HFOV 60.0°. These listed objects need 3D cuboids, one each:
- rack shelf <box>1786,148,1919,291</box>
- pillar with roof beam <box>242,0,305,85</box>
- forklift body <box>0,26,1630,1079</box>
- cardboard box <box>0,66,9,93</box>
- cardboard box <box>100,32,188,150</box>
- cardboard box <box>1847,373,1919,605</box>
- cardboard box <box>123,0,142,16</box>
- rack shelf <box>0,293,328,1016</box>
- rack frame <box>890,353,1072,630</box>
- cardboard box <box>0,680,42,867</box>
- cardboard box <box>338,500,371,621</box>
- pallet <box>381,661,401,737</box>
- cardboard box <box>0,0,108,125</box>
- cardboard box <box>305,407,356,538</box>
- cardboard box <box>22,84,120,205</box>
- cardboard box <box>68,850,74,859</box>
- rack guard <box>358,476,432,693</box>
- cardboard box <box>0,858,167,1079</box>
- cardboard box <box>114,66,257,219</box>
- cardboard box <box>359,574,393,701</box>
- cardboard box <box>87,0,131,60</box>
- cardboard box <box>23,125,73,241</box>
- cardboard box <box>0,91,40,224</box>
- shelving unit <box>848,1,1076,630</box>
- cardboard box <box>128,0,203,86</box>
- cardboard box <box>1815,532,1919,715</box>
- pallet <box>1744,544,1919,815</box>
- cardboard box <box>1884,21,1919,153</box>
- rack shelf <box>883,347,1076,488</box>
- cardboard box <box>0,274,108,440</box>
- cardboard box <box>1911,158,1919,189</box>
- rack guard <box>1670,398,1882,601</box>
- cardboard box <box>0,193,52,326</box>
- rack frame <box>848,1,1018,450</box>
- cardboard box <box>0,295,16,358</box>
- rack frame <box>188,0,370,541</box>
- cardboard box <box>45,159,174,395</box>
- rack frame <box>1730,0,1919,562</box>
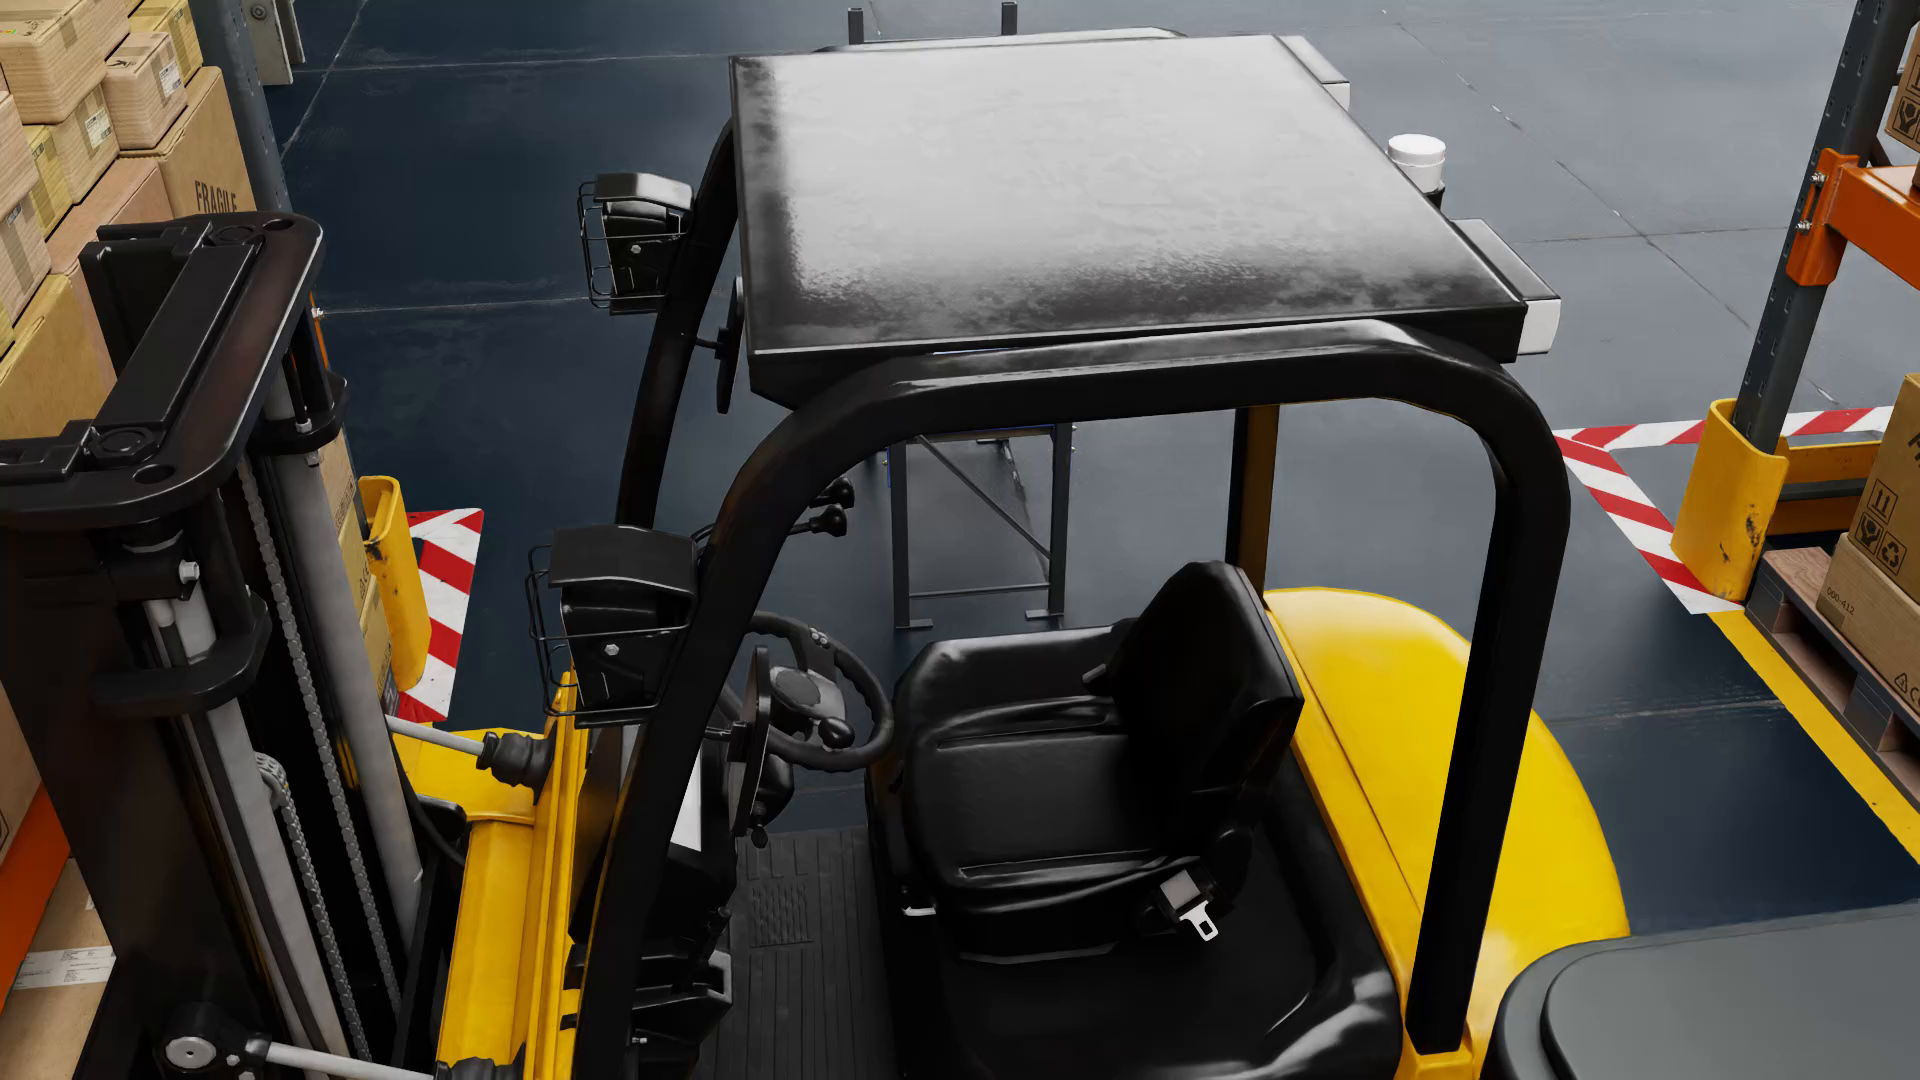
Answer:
[{"bbox_3d":[3.081,0.179,2.962,1.077,0.370,4.000,-4,35,-6],"label":"rack shelf"},{"bbox_3d":[0.553,-6.552,6.874,9.100,9.000,0.400,-4,35,-6],"label":"pillar with roof beam"},{"bbox_3d":[-0.043,0.415,2.731,2.313,2.155,1.214,-4,35,-6],"label":"forklift body"},{"bbox_3d":[-1.763,-0.681,2.656,0.380,0.149,0.250,-4,34,-6],"label":"cardboard box"},{"bbox_3d":[-1.718,-0.853,3.173,0.380,0.149,0.250,-4,34,-6],"label":"cardboard box"},{"bbox_3d":[2.650,-0.097,4.131,0.500,0.500,0.500,-5,35,-8],"label":"cardboard box"},{"bbox_3d":[-1.849,-1.104,3.278,0.380,0.149,0.250,-4,35,-6],"label":"cardboard box"},{"bbox_3d":[-1.837,0.557,2.407,1.077,0.370,4.000,-4,35,-6],"label":"rack shelf"},{"bbox_3d":[0.057,-0.384,4.481,0.500,1.500,0.032,-4,35,-6],"label":"rack frame"},{"bbox_3d":[-1.571,0.213,2.185,0.500,0.500,0.500,-4,34,-6],"label":"cardboard box"},{"bbox_3d":[-1.731,0.148,3.994,0.500,0.250,0.500,-5,35,-7],"label":"cardboard box"},{"bbox_3d":[-1.962,0.720,4.006,1.003,0.211,1.213,-4,35,-6],"label":"pallet"},{"bbox_3d":[-1.723,-0.825,2.868,0.380,0.149,0.250,-4,34,-5],"label":"cardboard box"},{"bbox_3d":[-1.735,-0.073,3.874,0.500,0.250,0.500,-3,34,-5],"label":"cardboard box"},{"bbox_3d":[-1.744,-0.703,2.954,0.380,0.149,0.250,-4,34,-5],"label":"cardboard box"},{"bbox_3d":[-1.583,0.492,3.045,0.500,0.250,0.500,-4,34,-6],"label":"cardboard box"},{"bbox_3d":[-2.109,0.164,4.566,1.175,0.500,0.348,-4,35,-6],"label":"rack guard"},{"bbox_3d":[-1.522,0.776,2.629,0.500,0.250,0.500,-5,35,-7],"label":"cardboard box"},{"bbox_3d":[-1.780,-0.643,3.440,0.500,0.500,0.500,-5,35,-7],"label":"cardboard box"},{"bbox_3d":[-1.730,0.345,4.149,0.500,0.250,0.500,-4,34,-6],"label":"cardboard box"},{"bbox_3d":[-1.785,-0.969,3.079,0.380,0.149,0.250,-4,35,-6],"label":"cardboard box"},{"bbox_3d":[-1.722,-0.564,2.749,0.380,0.149,0.250,-5,35,-7],"label":"cardboard box"},{"bbox_3d":[-1.618,-0.544,2.455,0.380,0.149,0.250,-4,34,-5],"label":"cardboard box"},{"bbox_3d":[-0.011,-0.667,4.897,0.538,1.500,1.048,-4,35,-6],"label":"shelving unit"},{"bbox_3d":[-1.782,-0.993,3.379,0.380,0.149,0.250,-4,34,-6],"label":"cardboard box"},{"bbox_3d":[2.646,0.200,4.362,0.500,0.250,0.500,-5,35,-7],"label":"cardboard box"},{"bbox_3d":[2.896,0.417,4.451,1.003,0.211,1.213,-4,35,-6],"label":"pallet"},{"bbox_3d":[2.601,-1.113,3.866,0.500,0.500,0.500,-5,35,-7],"label":"cardboard box"},{"bbox_3d":[-0.011,-0.519,4.999,0.538,0.185,1.000,-4,35,-6],"label":"rack shelf"},{"bbox_3d":[-1.650,-0.066,2.595,0.500,0.500,0.500,-5,35,-7],"label":"cardboard box"},{"bbox_3d":[2.653,-0.925,4.167,0.380,0.149,0.250,-4,35,-6],"label":"cardboard box"},{"bbox_3d":[2.822,-0.159,5.039,1.175,0.500,0.348,-4,35,-6],"label":"rack guard"},{"bbox_3d":[-1.639,-0.419,2.536,0.380,0.149,0.250,-5,35,-8],"label":"cardboard box"},{"bbox_3d":[-0.080,-0.951,5.314,0.500,1.500,0.032,-4,35,-6],"label":"rack frame"},{"bbox_3d":[-1.585,-0.279,2.331,0.380,0.149,0.250,-4,34,-6],"label":"cardboard box"},{"bbox_3d":[-2.106,-0.856,3.842,1.000,3.000,0.127,-4,35,-6],"label":"rack frame"},{"bbox_3d":[-1.719,-0.352,3.015,0.500,0.500,0.500,-3,34,-5],"label":"cardboard box"},{"bbox_3d":[2.812,-1.234,4.397,1.000,3.000,0.127,-4,35,-6],"label":"rack frame"}]
